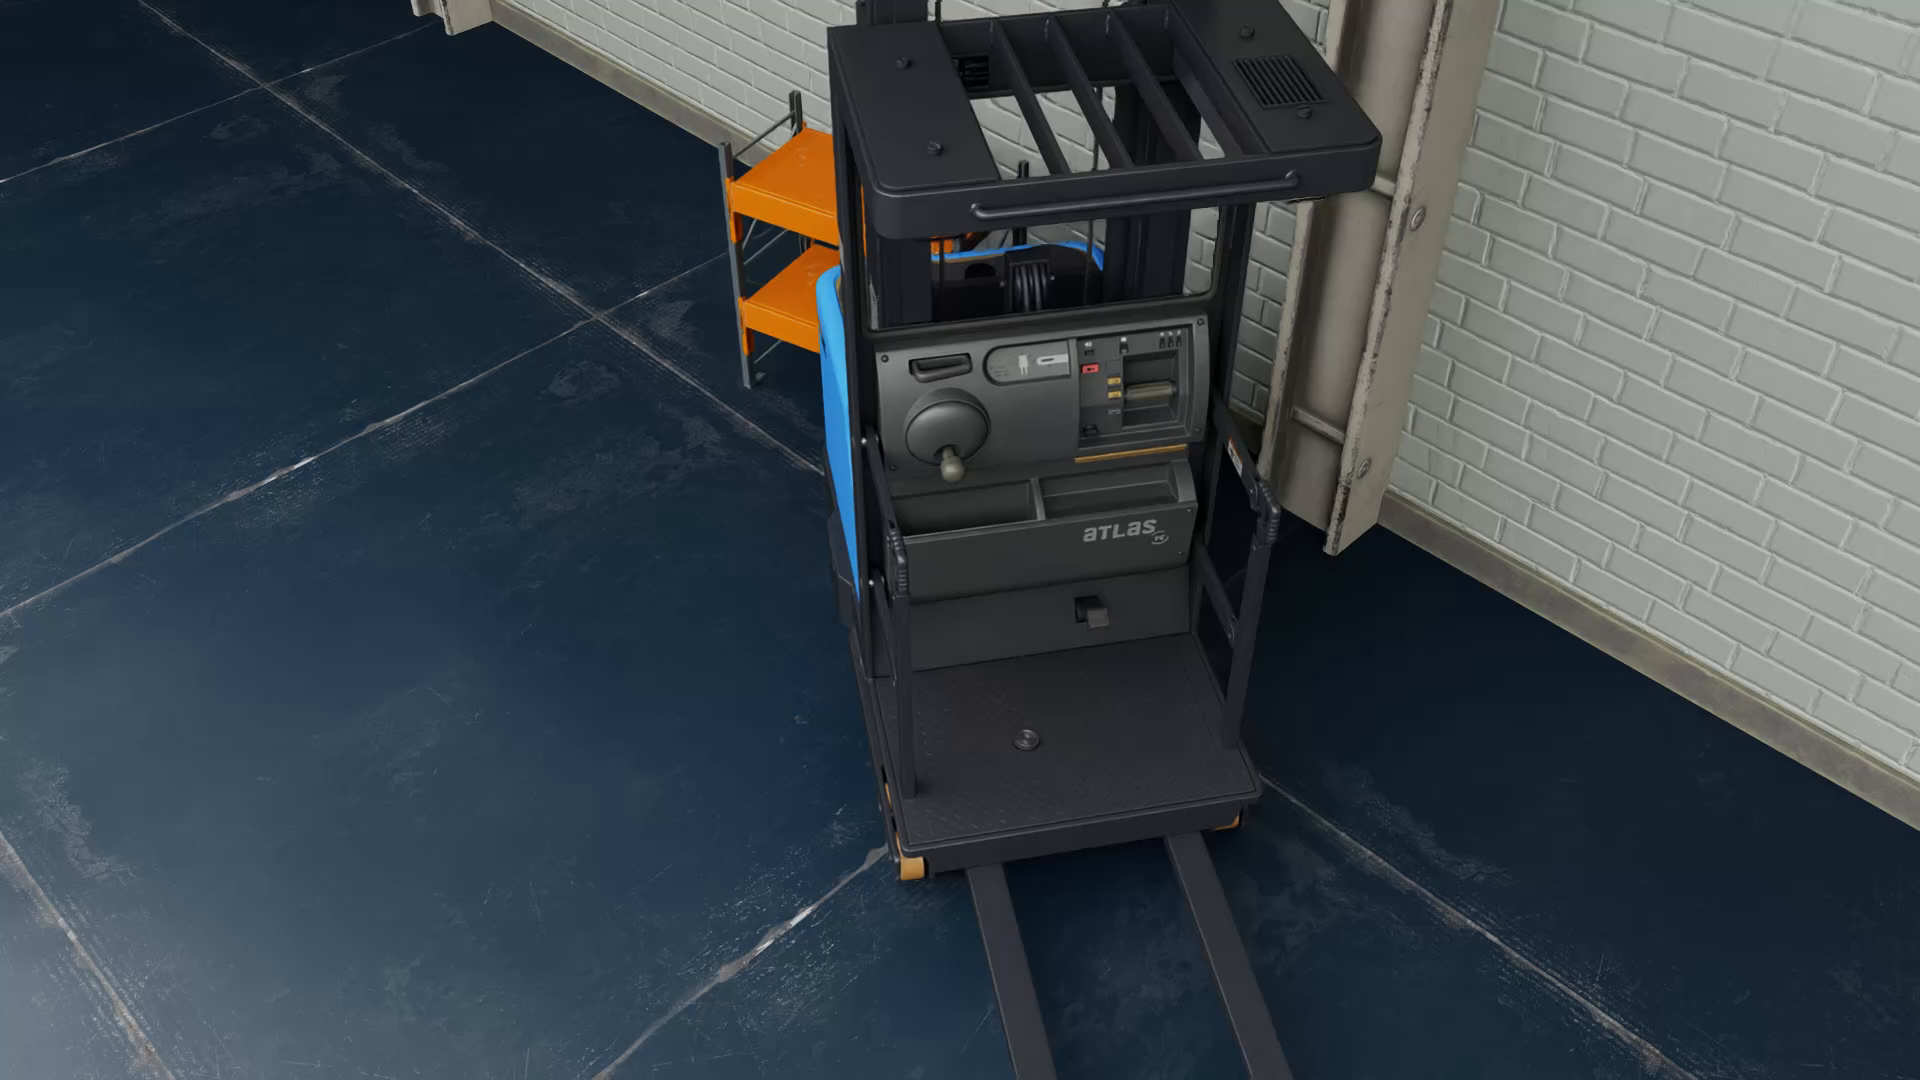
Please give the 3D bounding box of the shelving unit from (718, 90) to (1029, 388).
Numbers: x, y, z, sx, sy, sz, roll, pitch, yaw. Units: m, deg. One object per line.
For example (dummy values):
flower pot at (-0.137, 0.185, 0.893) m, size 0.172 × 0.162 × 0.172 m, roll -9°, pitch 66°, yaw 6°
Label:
shelving unit at (-0.324, -1.019, 6.524) m, size 1.048 × 1.125 × 0.538 m, roll 22°, pitch 47°, yaw 22°

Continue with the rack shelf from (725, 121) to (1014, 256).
rack shelf at (-0.324, -1.234, 6.326) m, size 1.000 × 0.278 × 0.538 m, roll 22°, pitch 47°, yaw 22°

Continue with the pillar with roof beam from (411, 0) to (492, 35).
pillar with roof beam at (-5.926, -4.231, 4.198) m, size 9.100 × 9.000 × 0.400 m, roll -34°, pitch 53°, yaw -31°

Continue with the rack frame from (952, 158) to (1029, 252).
rack frame at (0.113, -0.843, 6.334) m, size 0.032 × 1.125 × 0.500 m, roll 22°, pitch 47°, yaw 22°

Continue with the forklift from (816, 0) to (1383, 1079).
forklift at (0.278, -0.309, 4.425) m, size 1.130 × 2.935 × 3.031 m, roll -8°, pitch 43°, yaw -8°

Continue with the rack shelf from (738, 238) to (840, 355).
rack shelf at (-0.324, -0.840, 6.690) m, size 1.000 × 0.278 × 0.538 m, roll 22°, pitch 47°, yaw 22°

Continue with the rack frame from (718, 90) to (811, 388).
rack frame at (-0.761, -1.196, 6.715) m, size 0.032 × 1.125 × 0.500 m, roll 22°, pitch 47°, yaw 22°

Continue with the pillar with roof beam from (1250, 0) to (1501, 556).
pillar with roof beam at (-1.689, -1.348, 1.078) m, size 9.100 × 9.000 × 0.400 m, roll -34°, pitch 53°, yaw -31°
